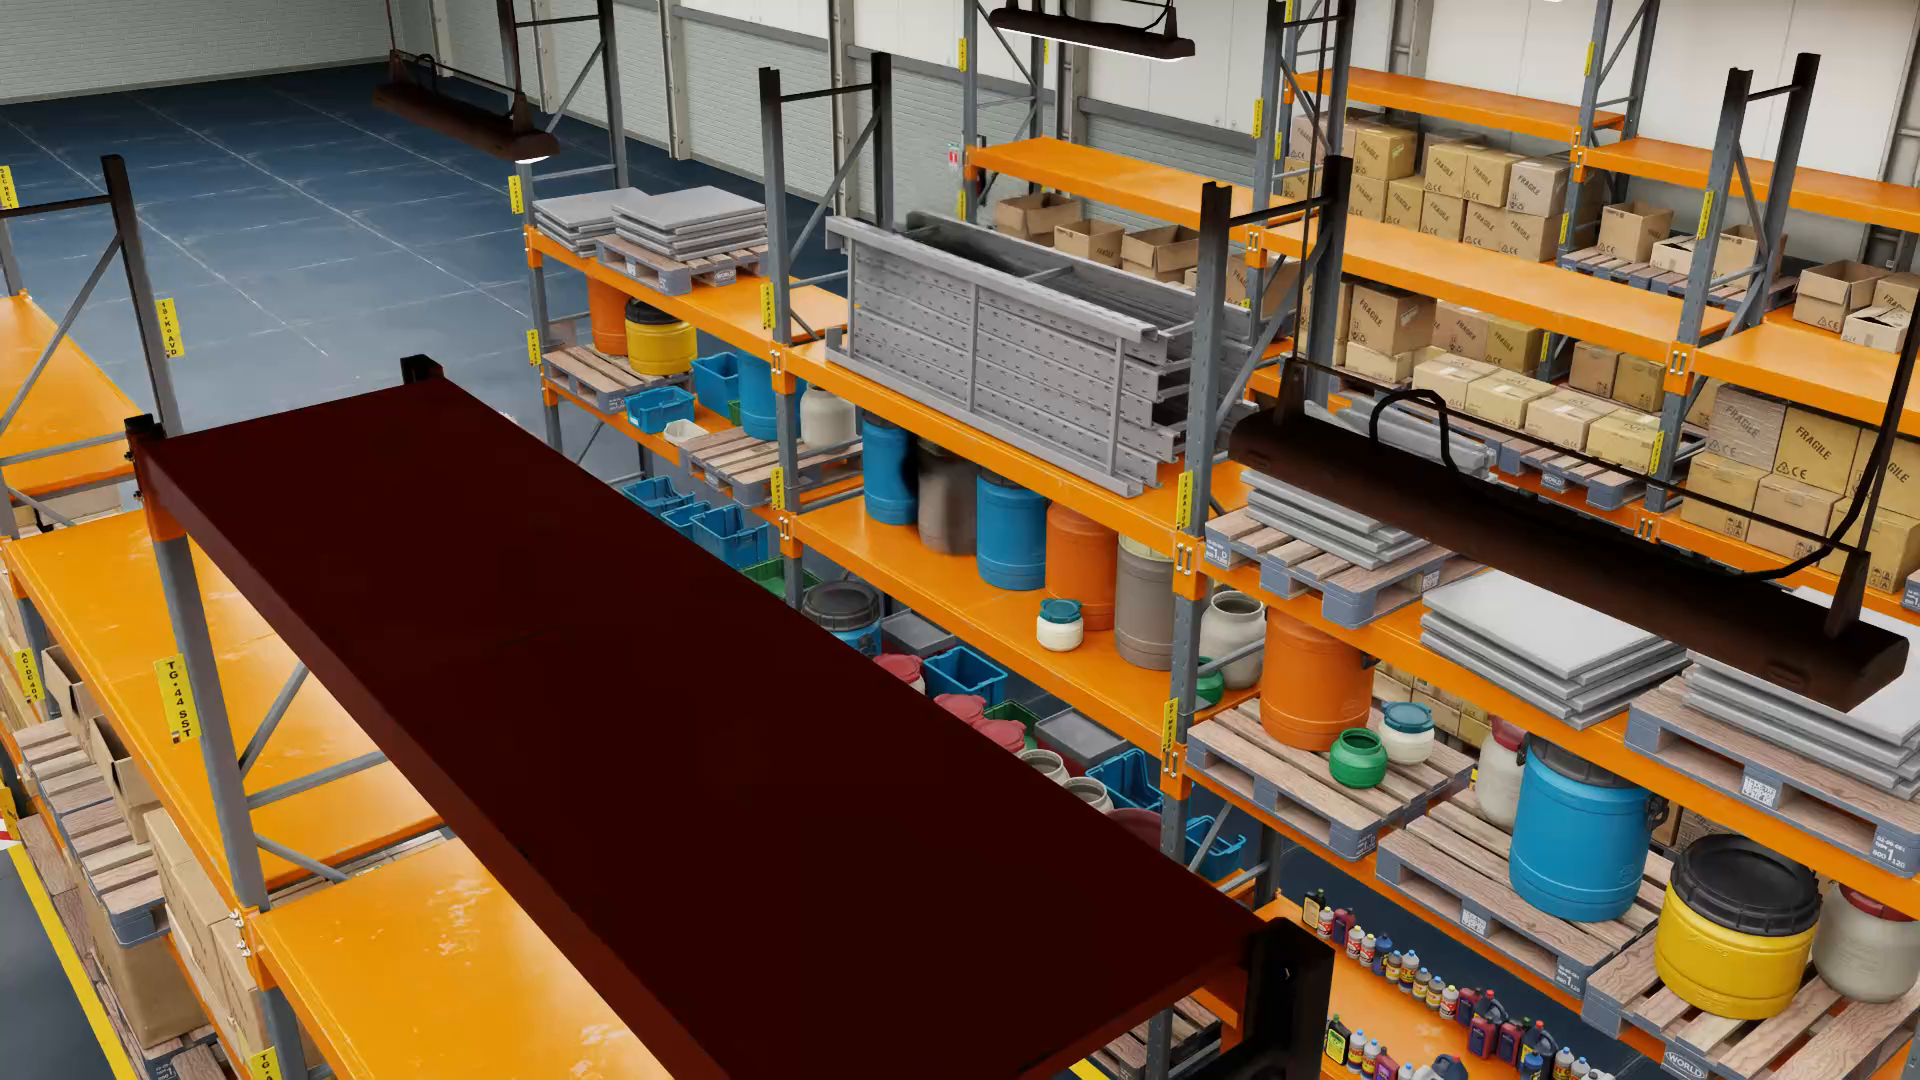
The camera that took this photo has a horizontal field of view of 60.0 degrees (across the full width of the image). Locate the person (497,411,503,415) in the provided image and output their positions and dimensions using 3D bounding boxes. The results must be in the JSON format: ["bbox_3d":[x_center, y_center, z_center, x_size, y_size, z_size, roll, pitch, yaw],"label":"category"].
[{"bbox_3d":[-4.706,-0.513,17.315,0.769,1.834,0.662,-5,26,-10],"label":"person"}]
